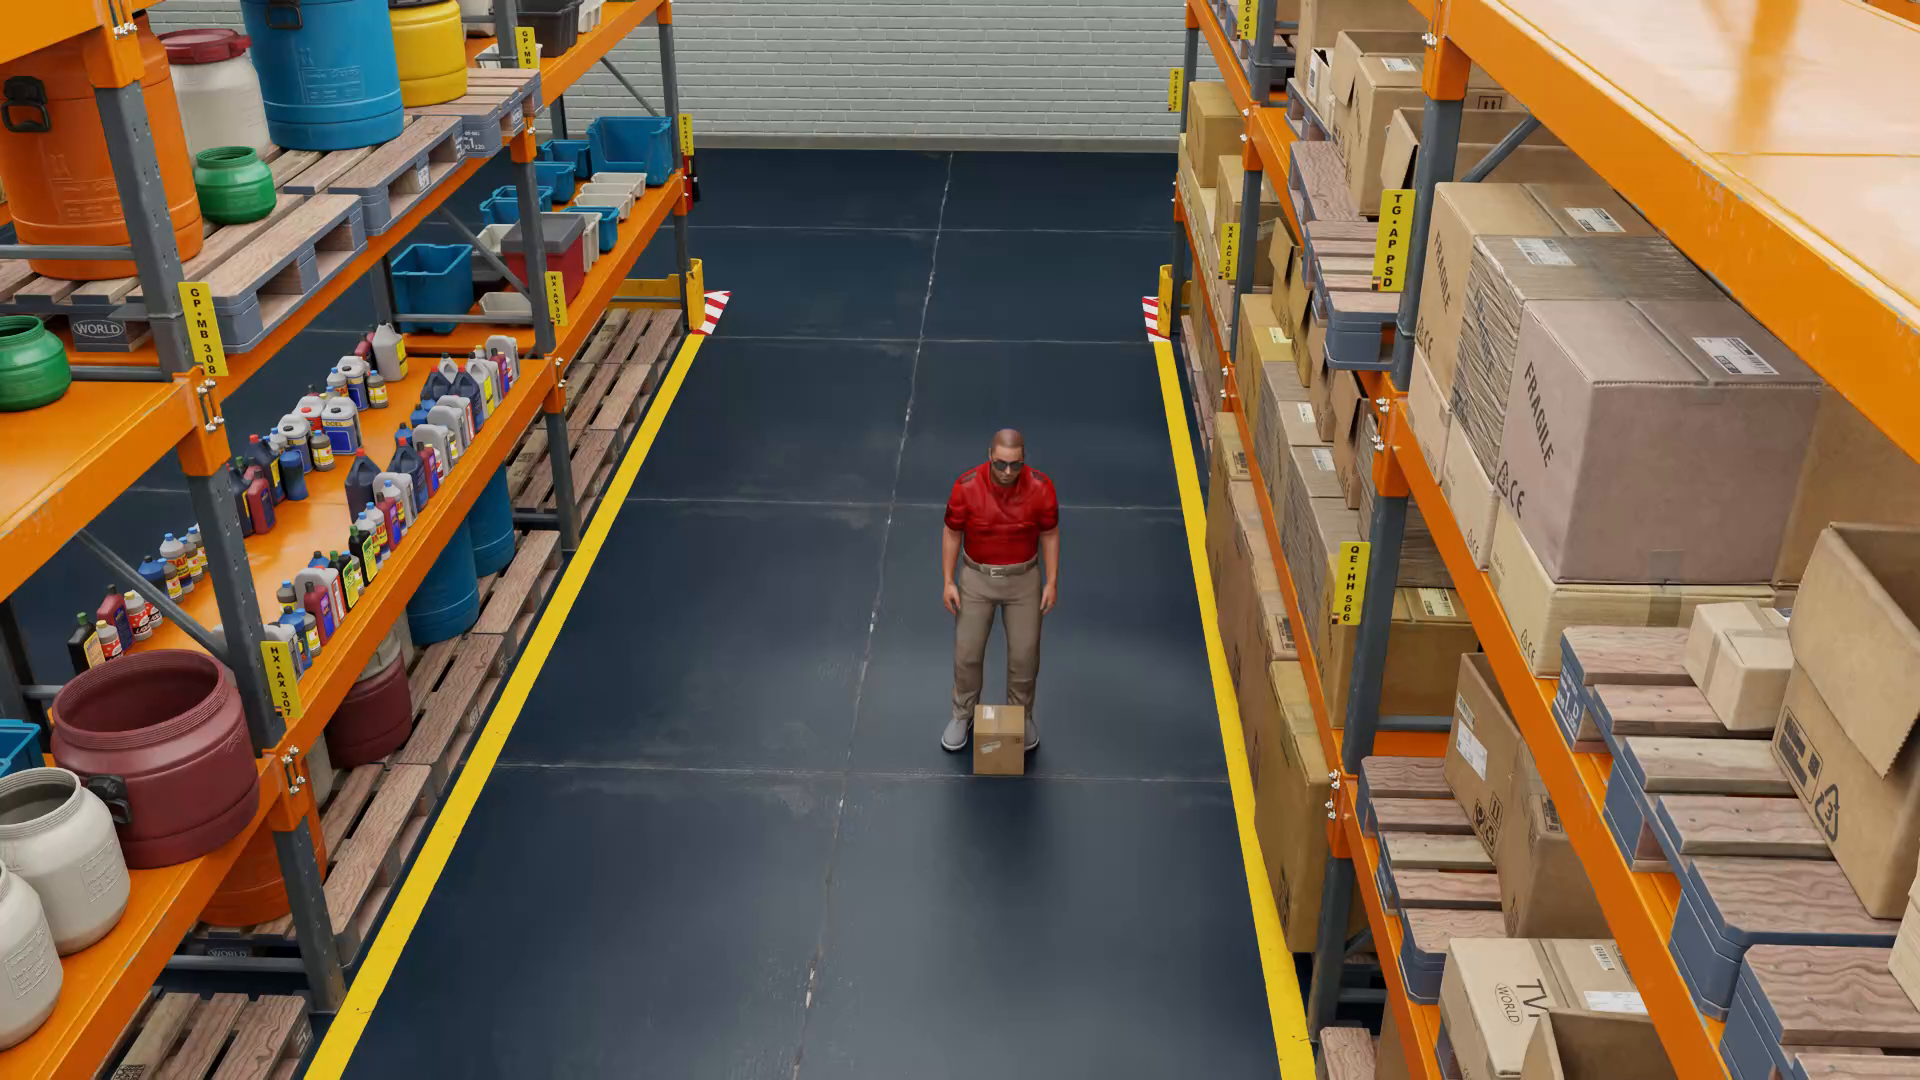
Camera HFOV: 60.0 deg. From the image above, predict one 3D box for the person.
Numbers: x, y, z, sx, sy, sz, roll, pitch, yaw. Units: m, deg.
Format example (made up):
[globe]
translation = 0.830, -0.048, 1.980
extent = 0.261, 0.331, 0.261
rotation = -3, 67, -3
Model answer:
[person]
translation = 0.198, 0.226, 8.207
extent = 0.587, 1.725, 0.392
rotation = 0, 28, 0
